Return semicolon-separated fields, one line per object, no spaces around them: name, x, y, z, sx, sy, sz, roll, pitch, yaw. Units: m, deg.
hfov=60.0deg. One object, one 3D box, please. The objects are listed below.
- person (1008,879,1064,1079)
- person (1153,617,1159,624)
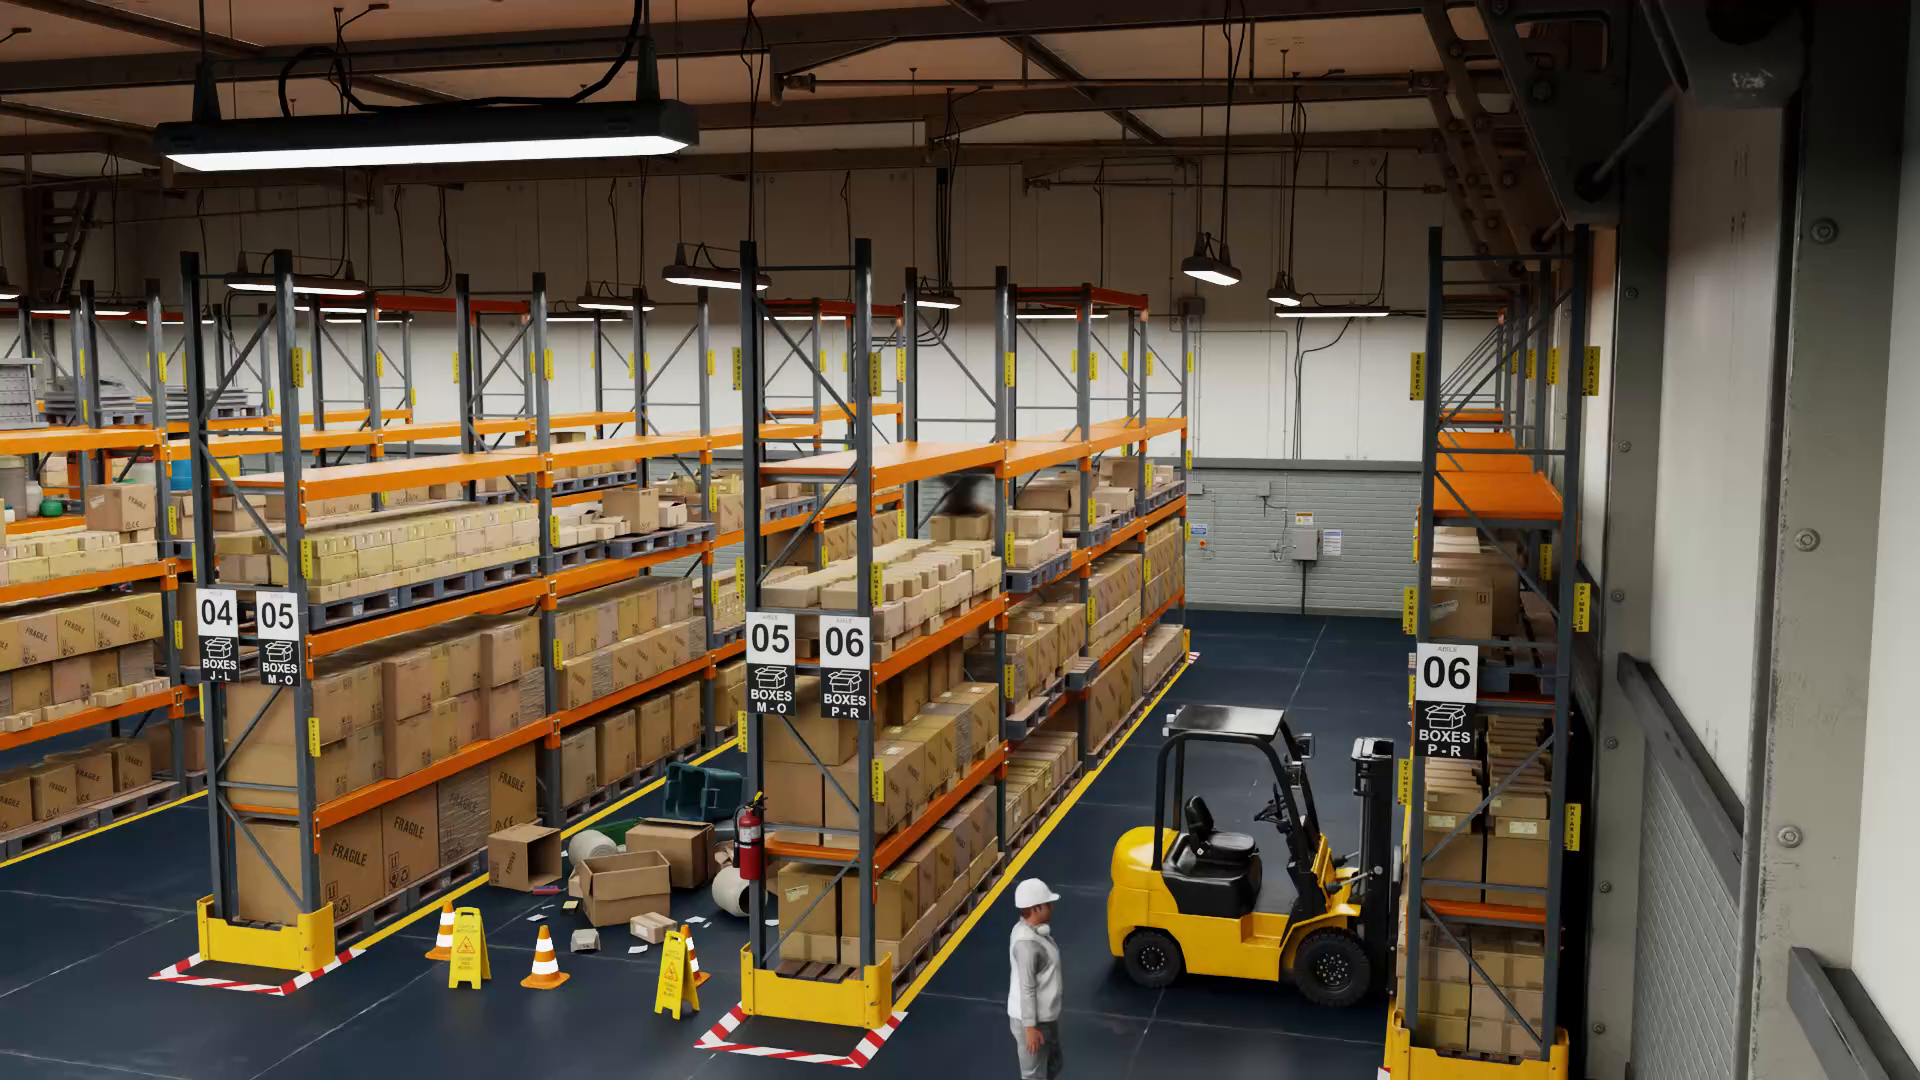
person;0.509;3.094;10.808;0.396;1.802;0.589;1;6;7
person;3.554;0.775;31.249;0.557;1.801;0.493;0;6;-4
